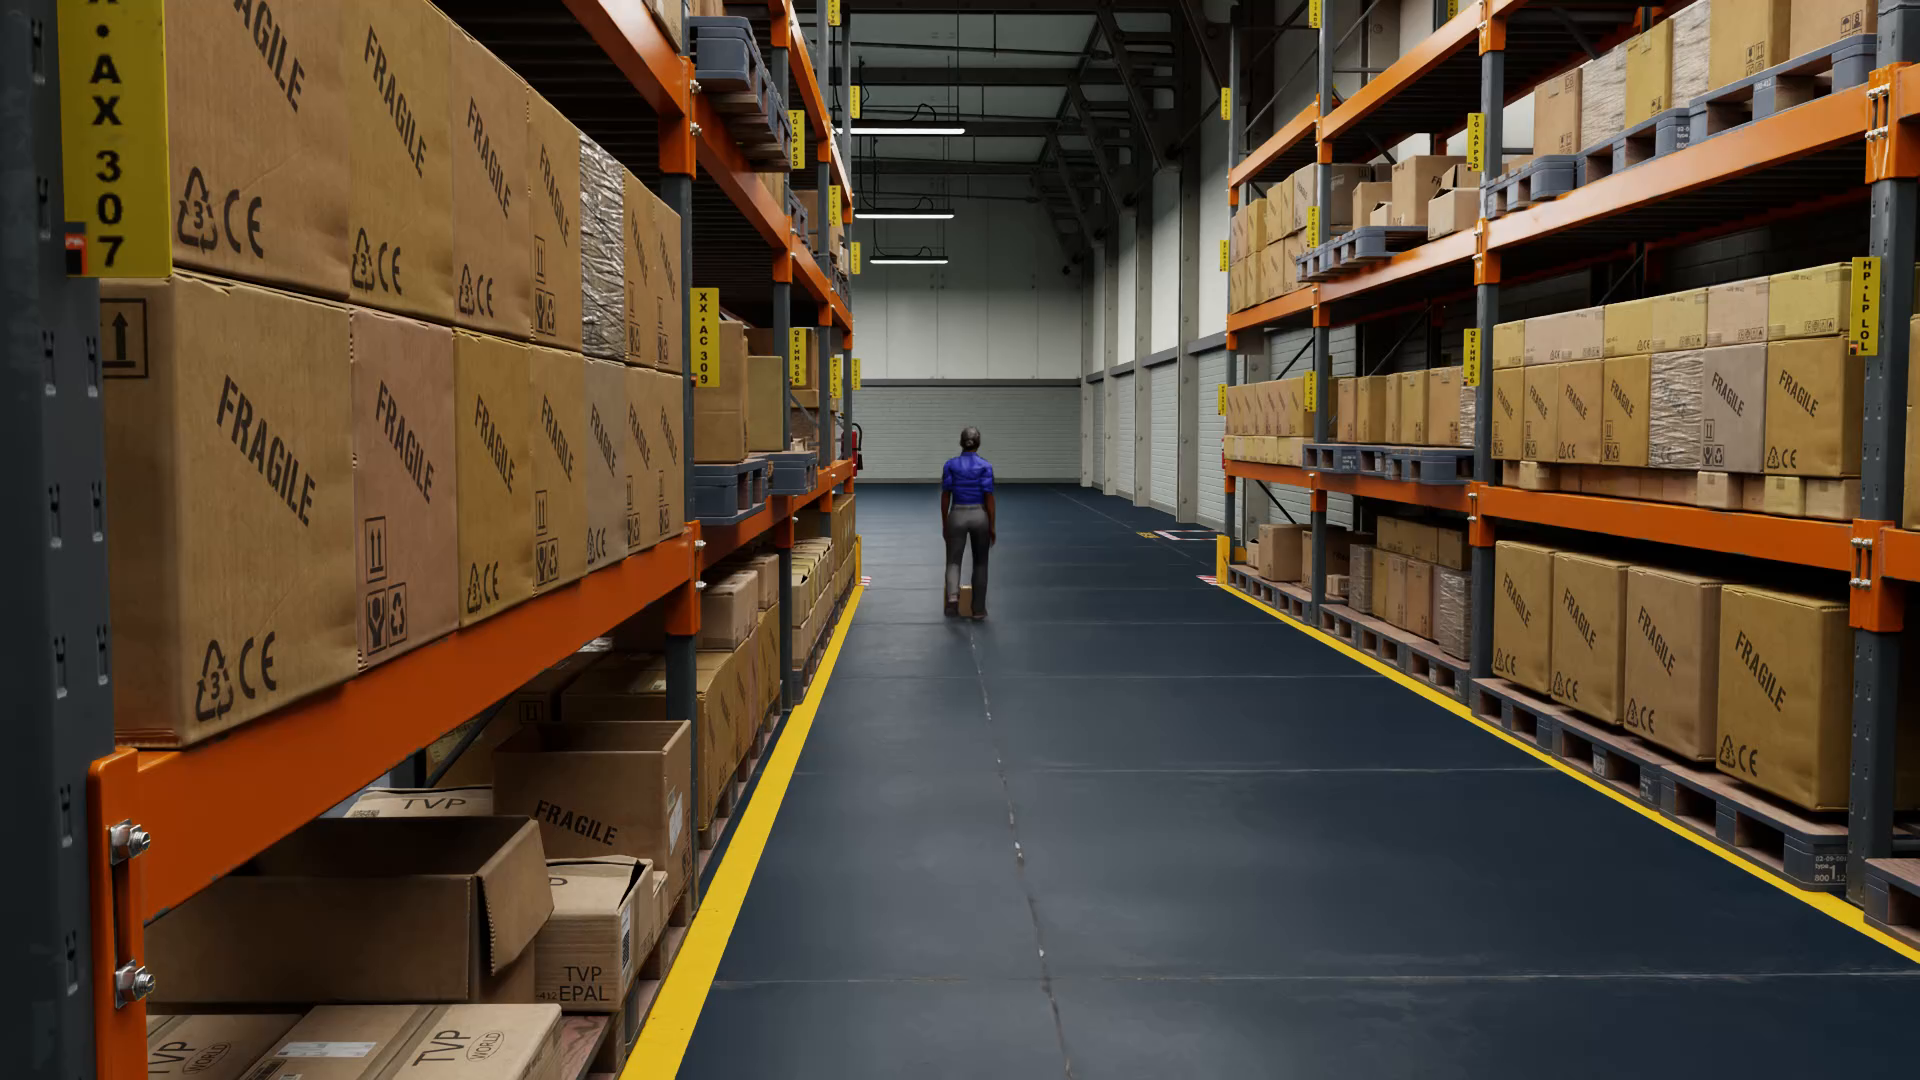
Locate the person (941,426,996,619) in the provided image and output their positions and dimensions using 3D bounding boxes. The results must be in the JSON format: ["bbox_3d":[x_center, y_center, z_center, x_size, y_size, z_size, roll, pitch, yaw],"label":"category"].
[{"bbox_3d":[0.072,-0.136,13.894,0.463,1.624,0.781,0,4,4],"label":"person"}]
